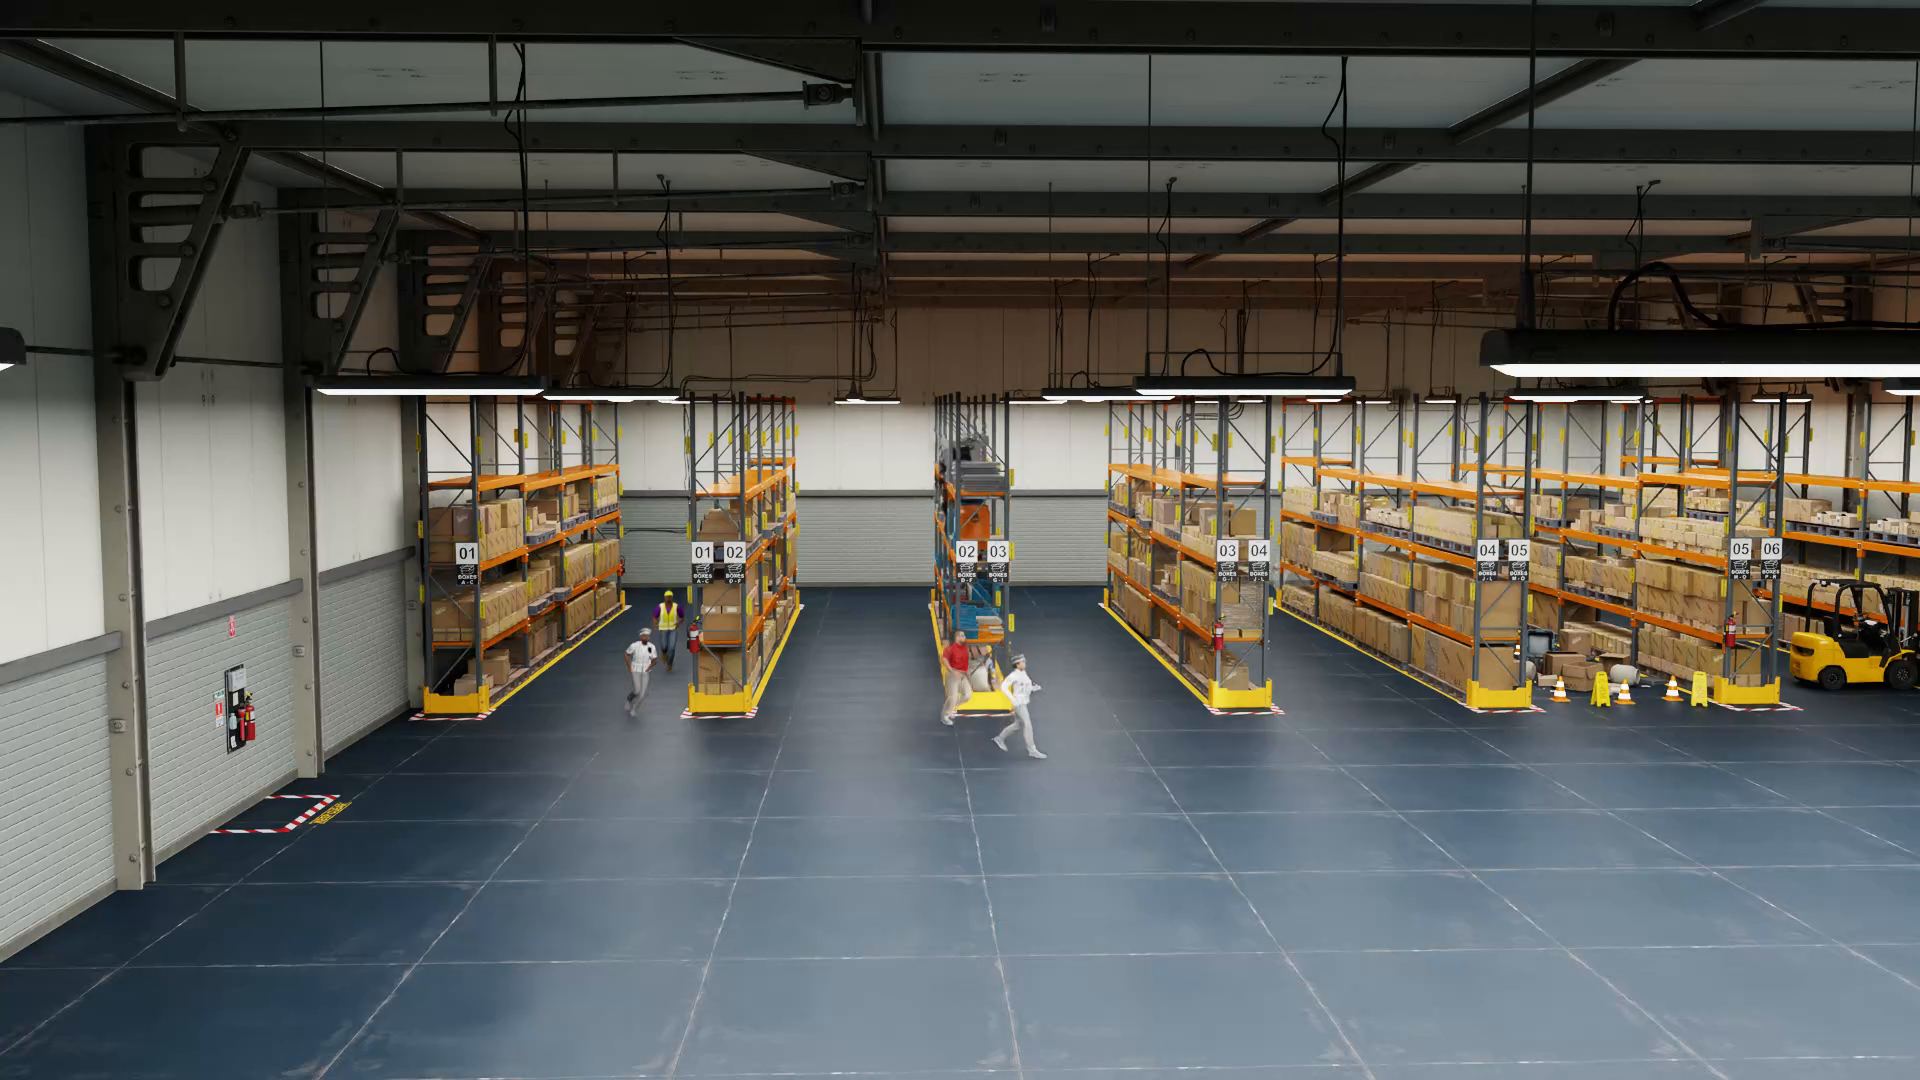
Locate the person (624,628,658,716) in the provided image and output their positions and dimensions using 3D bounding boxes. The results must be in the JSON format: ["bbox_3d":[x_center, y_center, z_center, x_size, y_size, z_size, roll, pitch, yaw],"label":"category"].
[{"bbox_3d":[-5.890,2.447,30.815,0.608,1.641,0.502,-2,5,-26],"label":"person"}]

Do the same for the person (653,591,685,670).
[{"bbox_3d":[-6.350,1.961,36.284,0.701,1.716,0.587,-1,5,-9],"label":"person"}]

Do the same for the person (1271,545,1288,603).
[{"bbox_3d":[9.479,0.958,48.702,0.658,1.749,0.731,-1,5,-15],"label":"person"}]

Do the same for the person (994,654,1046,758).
[{"bbox_3d":[0.980,2.684,27.113,0.921,1.681,0.611,2,5,21],"label":"person"}]

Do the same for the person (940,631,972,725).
[{"bbox_3d":[-0.015,2.481,30.156,0.525,1.663,0.718,4,6,43],"label":"person"}]
